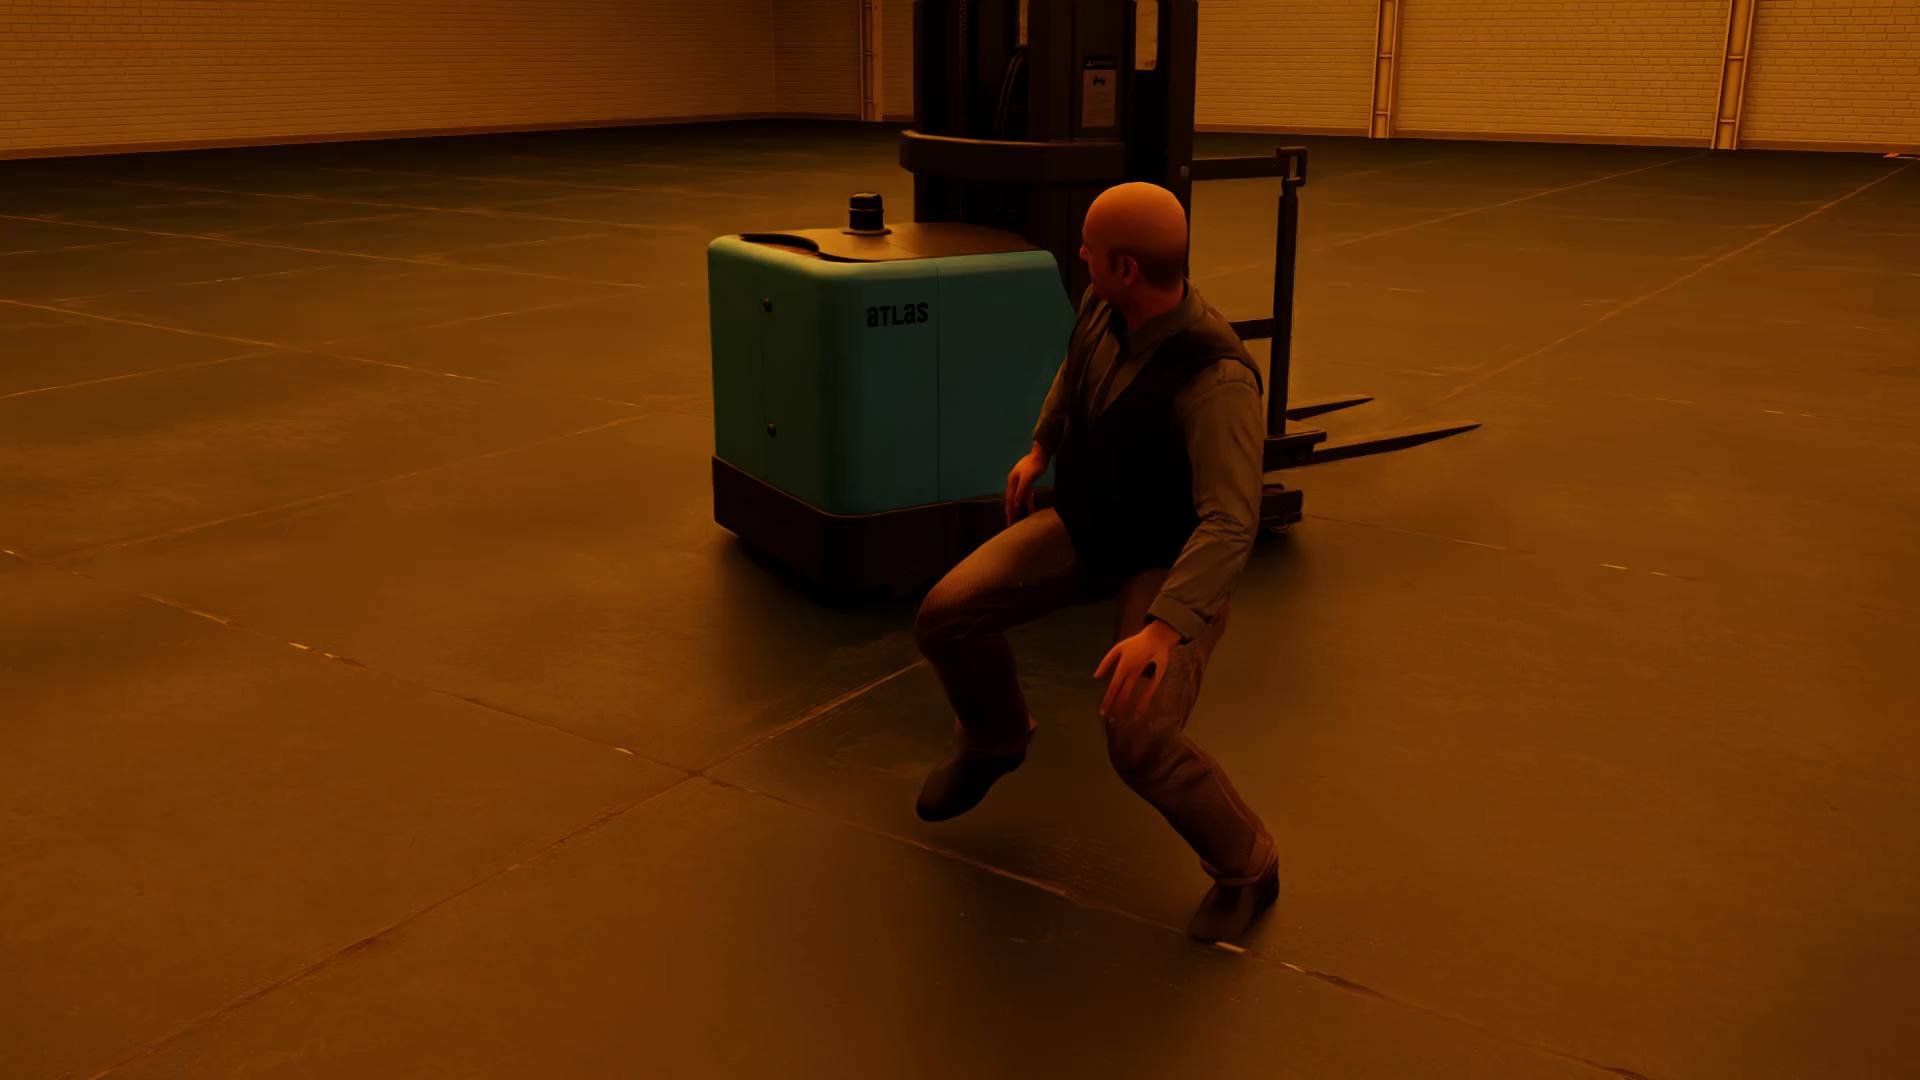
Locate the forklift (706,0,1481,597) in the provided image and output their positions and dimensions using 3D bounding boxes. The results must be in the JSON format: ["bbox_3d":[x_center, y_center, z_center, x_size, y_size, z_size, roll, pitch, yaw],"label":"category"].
[{"bbox_3d":[0.648,-1.518,5.909,3.031,2.935,1.130,-10,19,-30],"label":"forklift"}]

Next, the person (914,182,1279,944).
[{"bbox_3d":[0.307,0.026,3.380,0.667,1.496,0.775,-15,22,-41],"label":"person"}]
